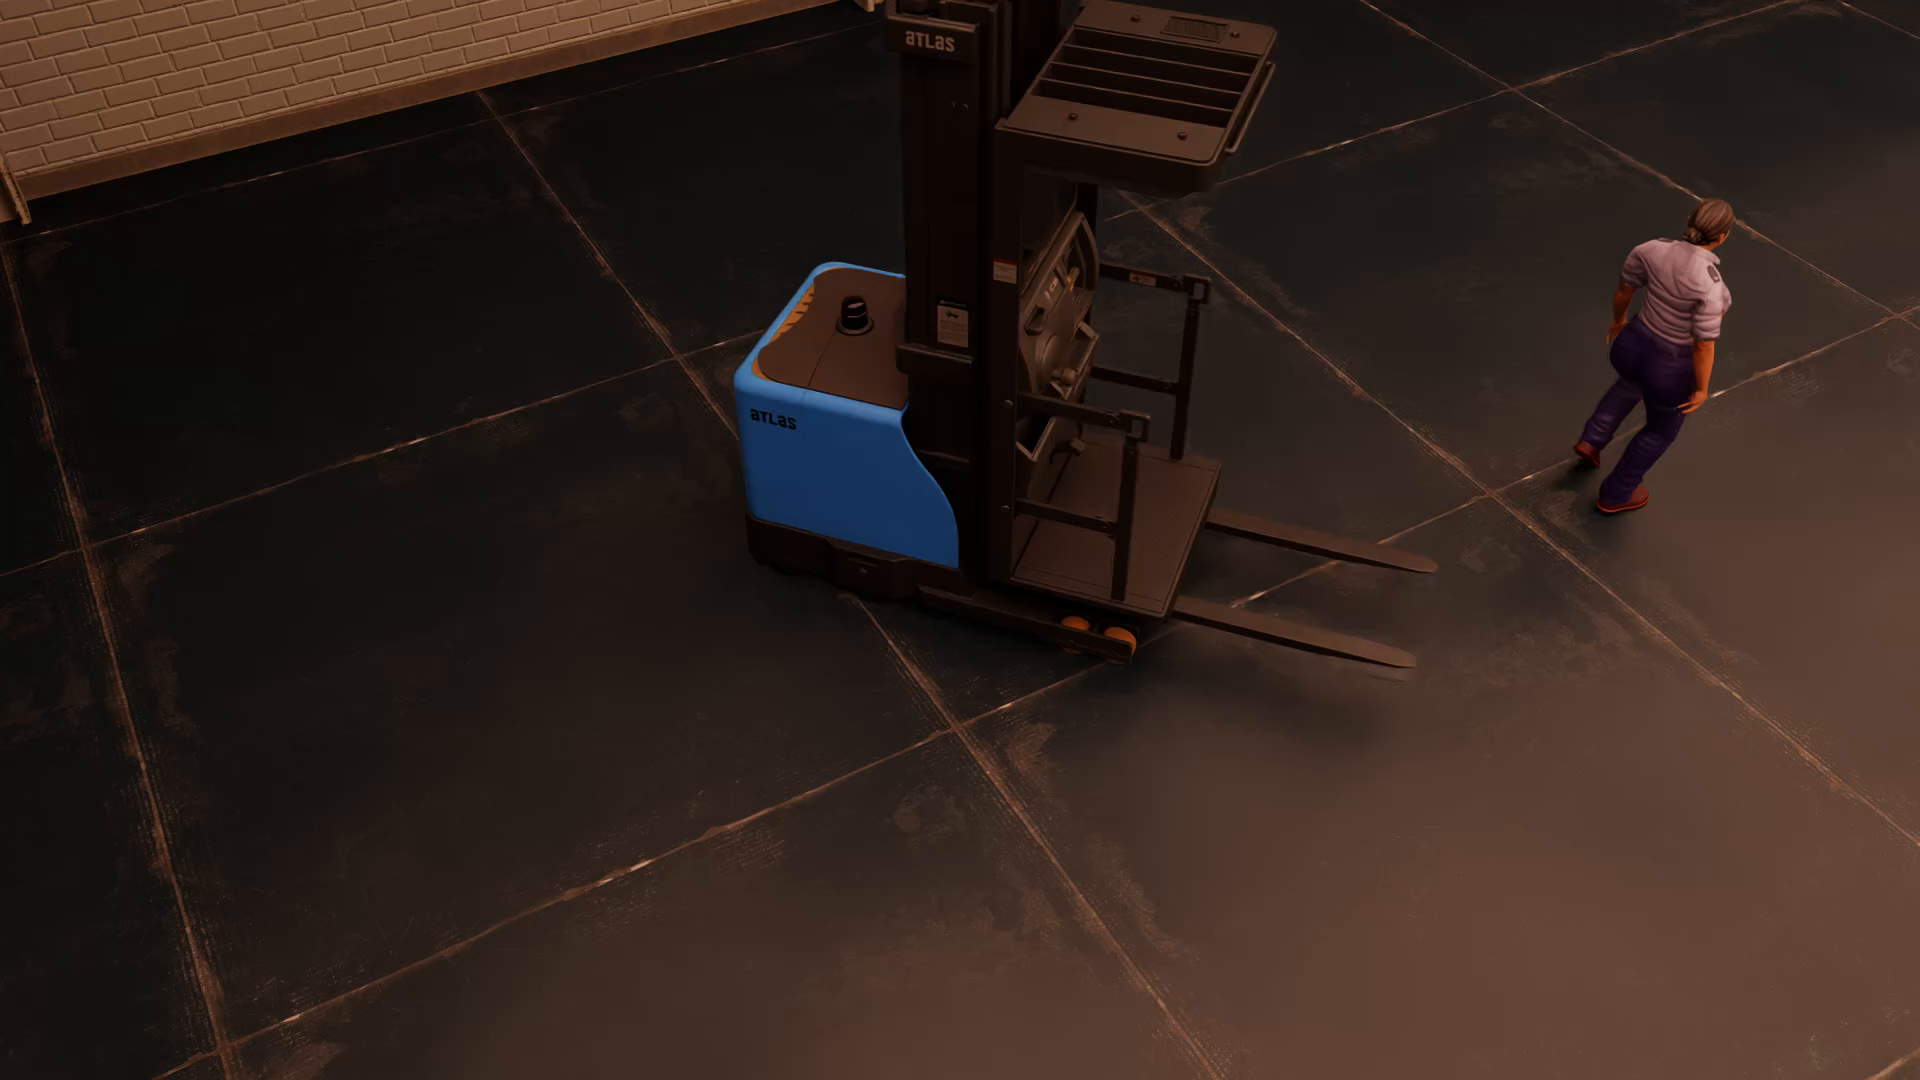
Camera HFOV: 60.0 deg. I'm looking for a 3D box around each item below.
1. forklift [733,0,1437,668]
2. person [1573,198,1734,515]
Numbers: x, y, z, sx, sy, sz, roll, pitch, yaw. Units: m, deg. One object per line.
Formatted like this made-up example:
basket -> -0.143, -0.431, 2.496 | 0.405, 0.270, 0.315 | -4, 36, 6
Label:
forklift -> 0.590, -0.942, 6.714 | 3.031, 2.935, 1.130 | 14, 45, 14
person -> 3.217, -0.849, 7.578 | 0.465, 1.637, 0.596 | -21, 47, -22
